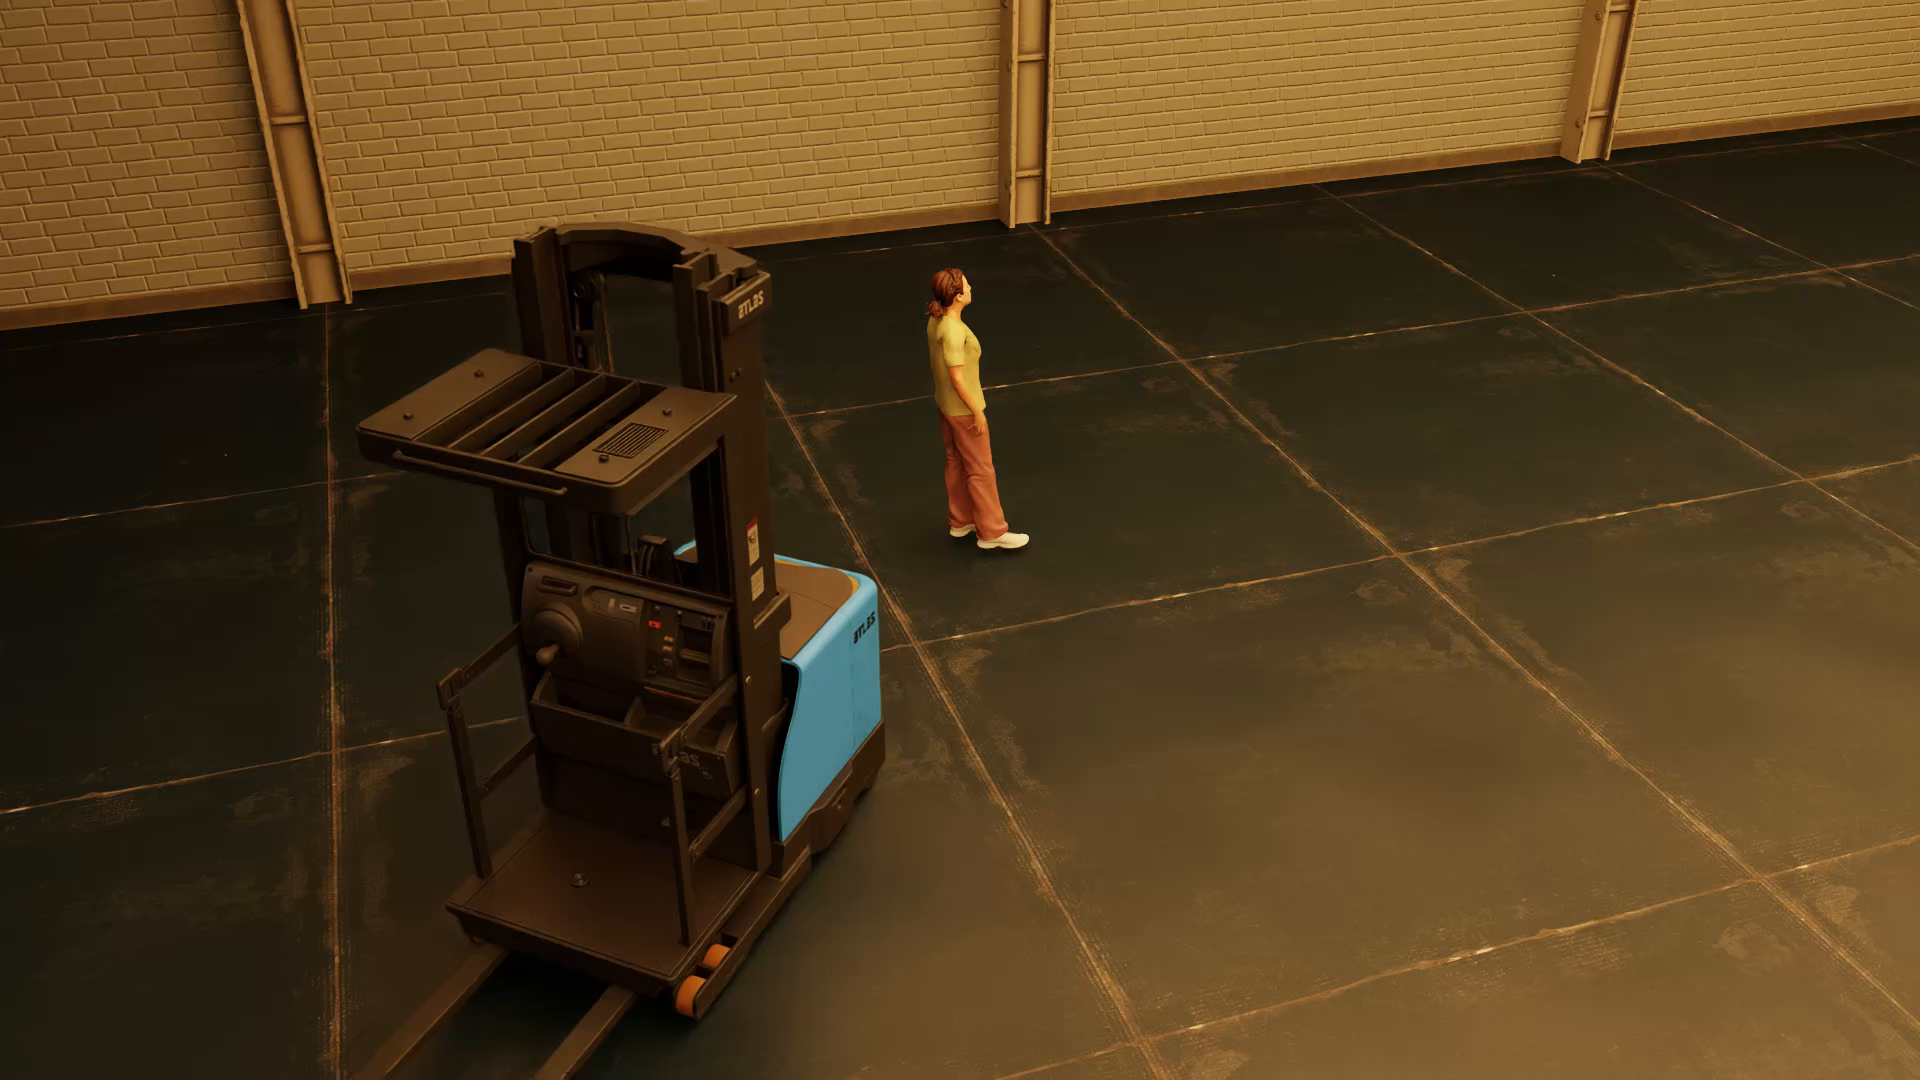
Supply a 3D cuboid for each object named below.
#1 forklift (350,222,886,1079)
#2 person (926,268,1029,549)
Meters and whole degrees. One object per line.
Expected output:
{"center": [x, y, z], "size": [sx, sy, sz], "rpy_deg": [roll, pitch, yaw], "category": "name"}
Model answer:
{"center": [-1.411, 0.406, 6.382], "size": [1.130, 2.935, 3.031], "rpy_deg": [12, 32, 20], "category": "forklift"}
{"center": [0.074, -0.774, 9.596], "size": [0.547, 1.673, 0.554], "rpy_deg": [-10, 31, -16], "category": "person"}
